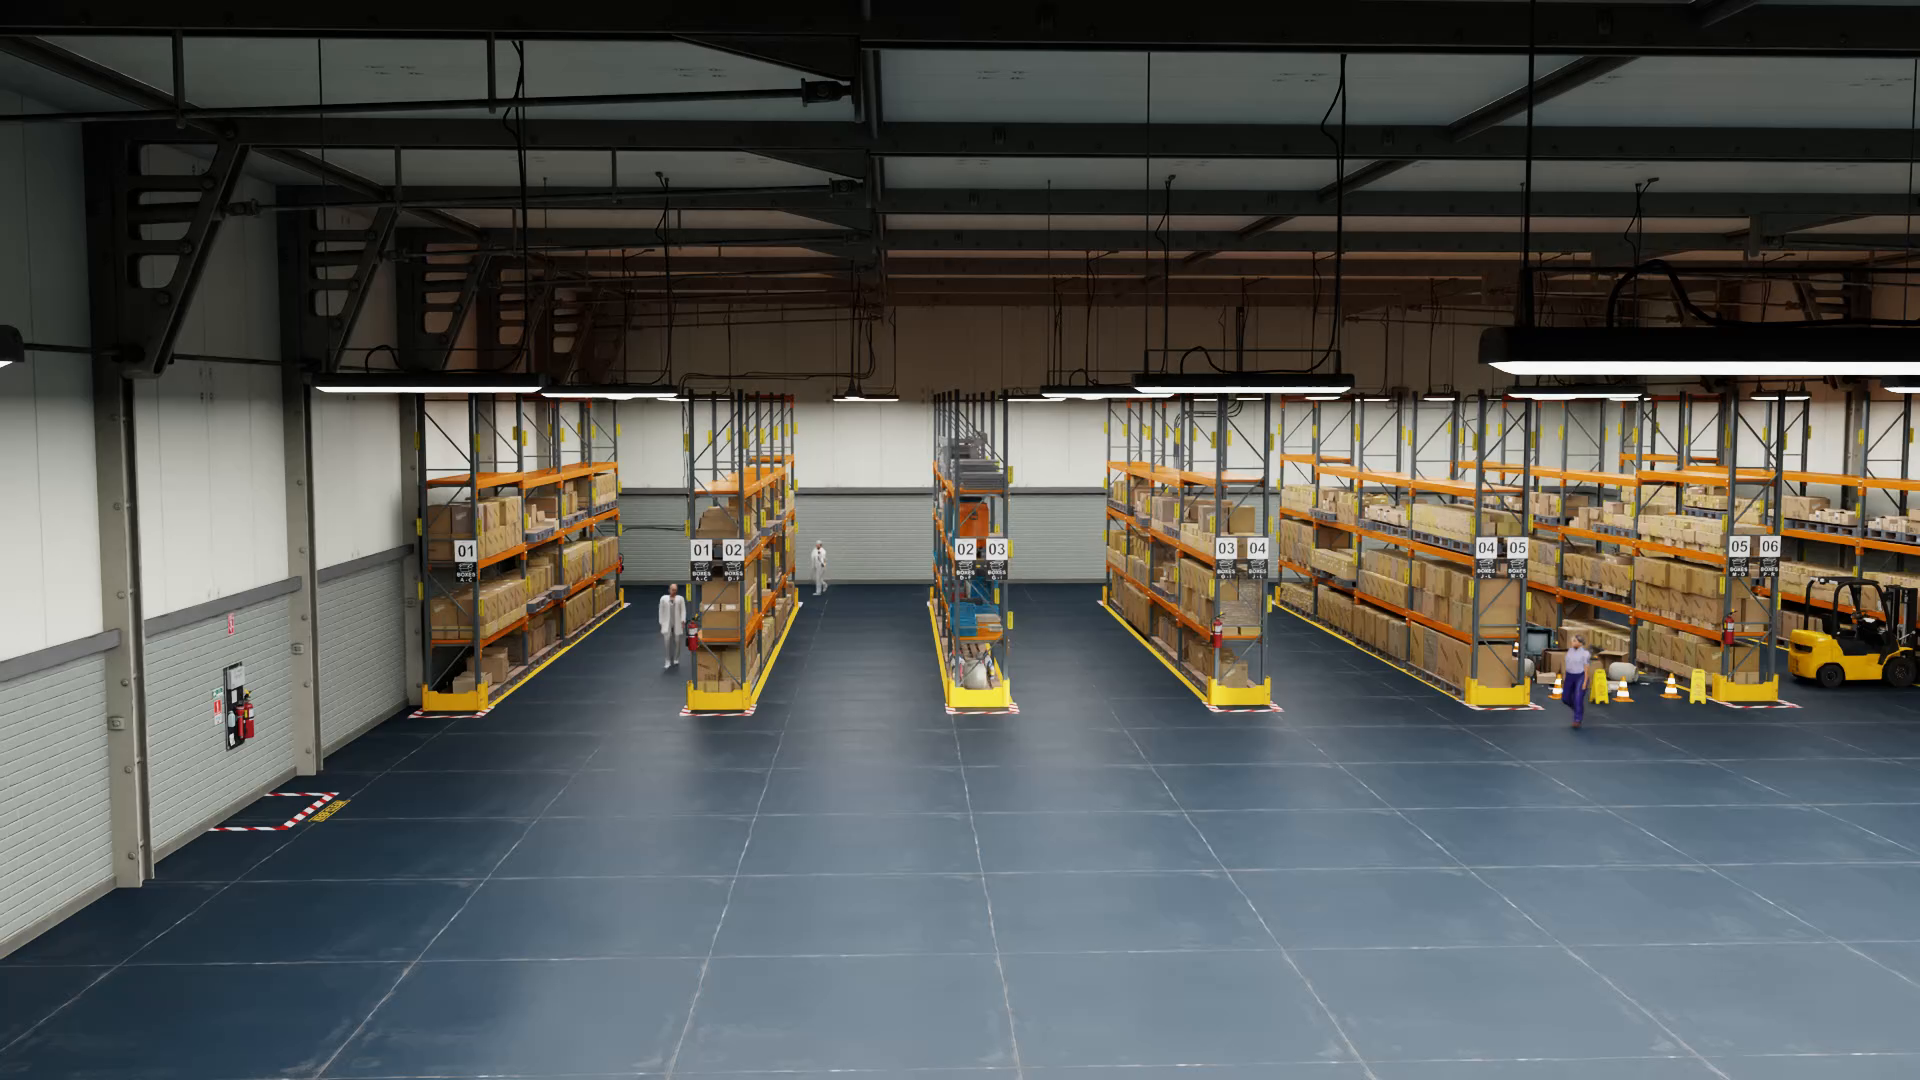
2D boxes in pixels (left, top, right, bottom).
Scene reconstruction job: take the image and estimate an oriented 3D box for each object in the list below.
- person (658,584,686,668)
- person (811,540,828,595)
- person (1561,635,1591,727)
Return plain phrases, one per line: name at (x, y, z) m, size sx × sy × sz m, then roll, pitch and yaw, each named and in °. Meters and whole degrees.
person at (-6.292, 1.887, 36.463) m, size 0.593 × 1.808 × 0.731 m, roll -1°, pitch 5°, yaw -14°
person at (-4.194, 0.817, 49.900) m, size 0.659 × 1.643 × 0.507 m, roll -4°, pitch 6°, yaw -41°
person at (11.001, 2.481, 29.551) m, size 0.596 × 1.631 × 0.470 m, roll -4°, pitch 6°, yaw -43°
